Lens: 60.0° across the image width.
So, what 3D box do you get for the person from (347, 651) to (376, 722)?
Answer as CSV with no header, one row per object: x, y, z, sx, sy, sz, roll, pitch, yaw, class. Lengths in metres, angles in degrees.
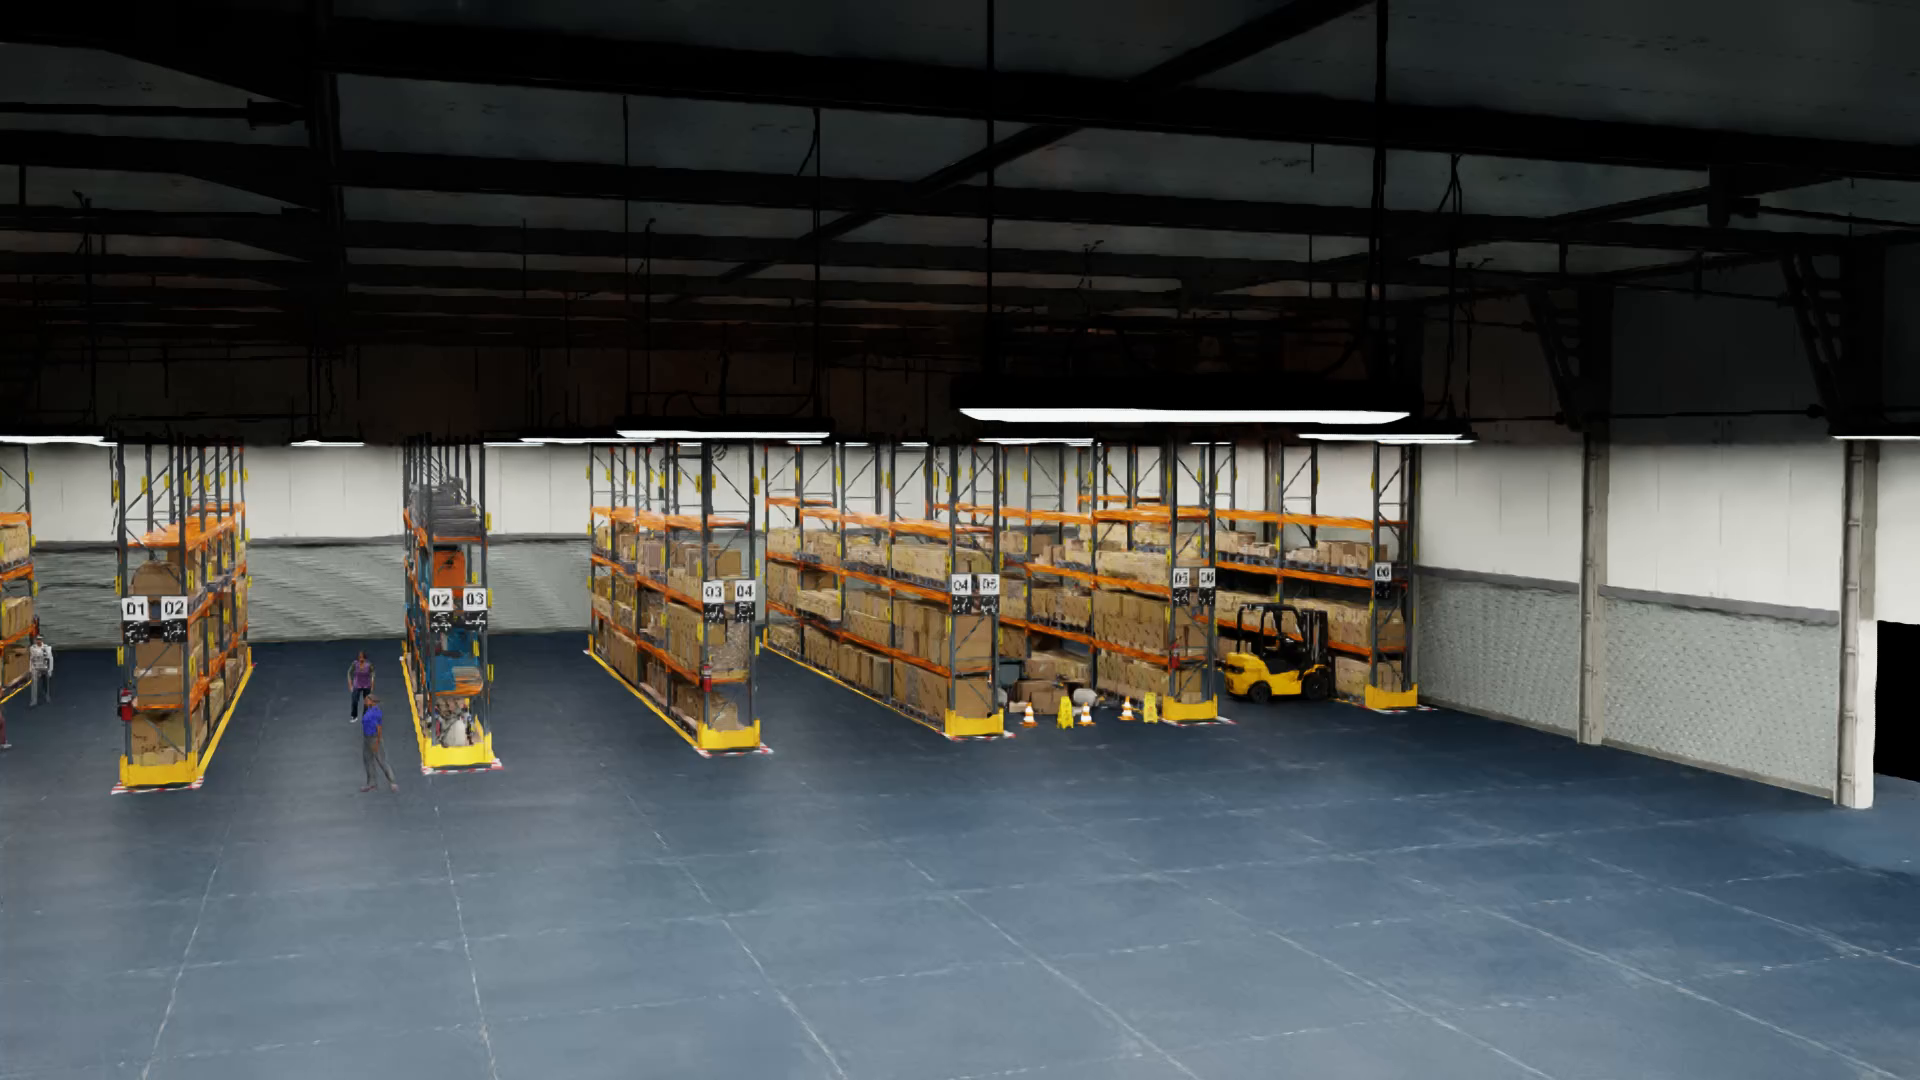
-12.422,3.046,34.502,0.566,1.541,0.519,-1,3,-22,person

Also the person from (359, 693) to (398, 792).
-9.692,3.366,27.705,0.663,1.650,0.494,3,4,41,person

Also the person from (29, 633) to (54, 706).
-20.443,2.857,37.001,0.488,1.590,1.089,-1,3,-22,person

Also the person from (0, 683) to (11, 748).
-18.476,3.155,31.623,0.620,1.601,0.817,-2,4,-37,person
